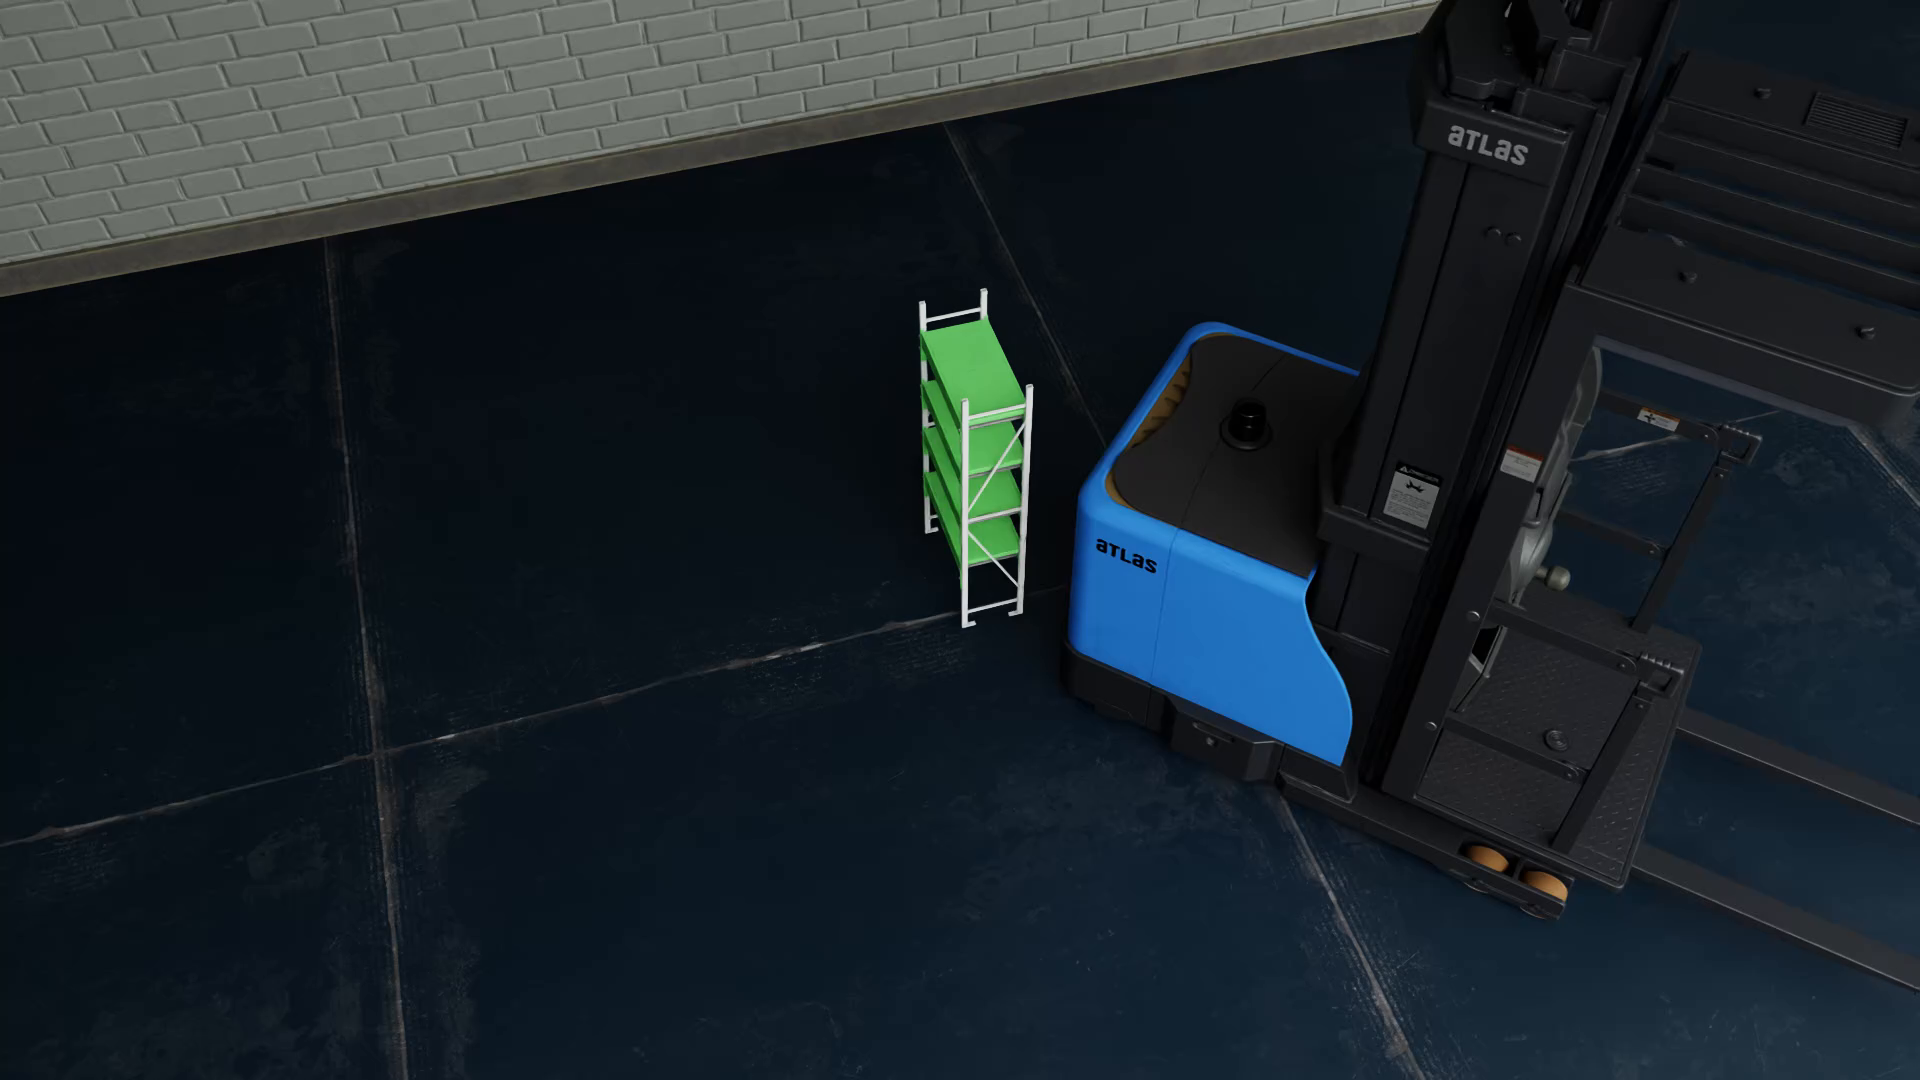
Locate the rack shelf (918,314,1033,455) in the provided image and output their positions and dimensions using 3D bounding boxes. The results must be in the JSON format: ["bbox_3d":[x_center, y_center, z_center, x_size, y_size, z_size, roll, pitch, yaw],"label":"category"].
[{"bbox_3d":[0.049,-0.534,5.661,0.258,0.148,0.480,-13,51,-11],"label":"rack shelf"}]

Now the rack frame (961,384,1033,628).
[{"bbox_3d":[0.121,-0.088,5.829,0.240,1.200,0.015,-13,51,-11],"label":"rack frame"}]

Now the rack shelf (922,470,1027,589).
[{"bbox_3d":[0.049,-0.070,6.211,0.258,0.148,0.480,-13,51,-11],"label":"rack shelf"}]

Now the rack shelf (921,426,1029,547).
[{"bbox_3d":[0.049,-0.225,6.028,0.258,0.148,0.480,-13,51,-11],"label":"rack shelf"}]

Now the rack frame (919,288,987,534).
[{"bbox_3d":[-0.023,-0.444,6.129,0.240,1.200,0.015,-13,51,-11],"label":"rack frame"}]

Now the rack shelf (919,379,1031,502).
[{"bbox_3d":[0.049,-0.379,5.844,0.258,0.148,0.480,-13,51,-11],"label":"rack shelf"}]

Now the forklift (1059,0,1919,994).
[{"bbox_3d":[1.902,-0.169,4.765,3.031,2.935,1.130,23,54,18],"label":"forklift"}]

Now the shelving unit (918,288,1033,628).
[{"bbox_3d":[0.049,-0.266,5.979,0.258,1.200,0.503,-13,51,-11],"label":"shelving unit"}]
